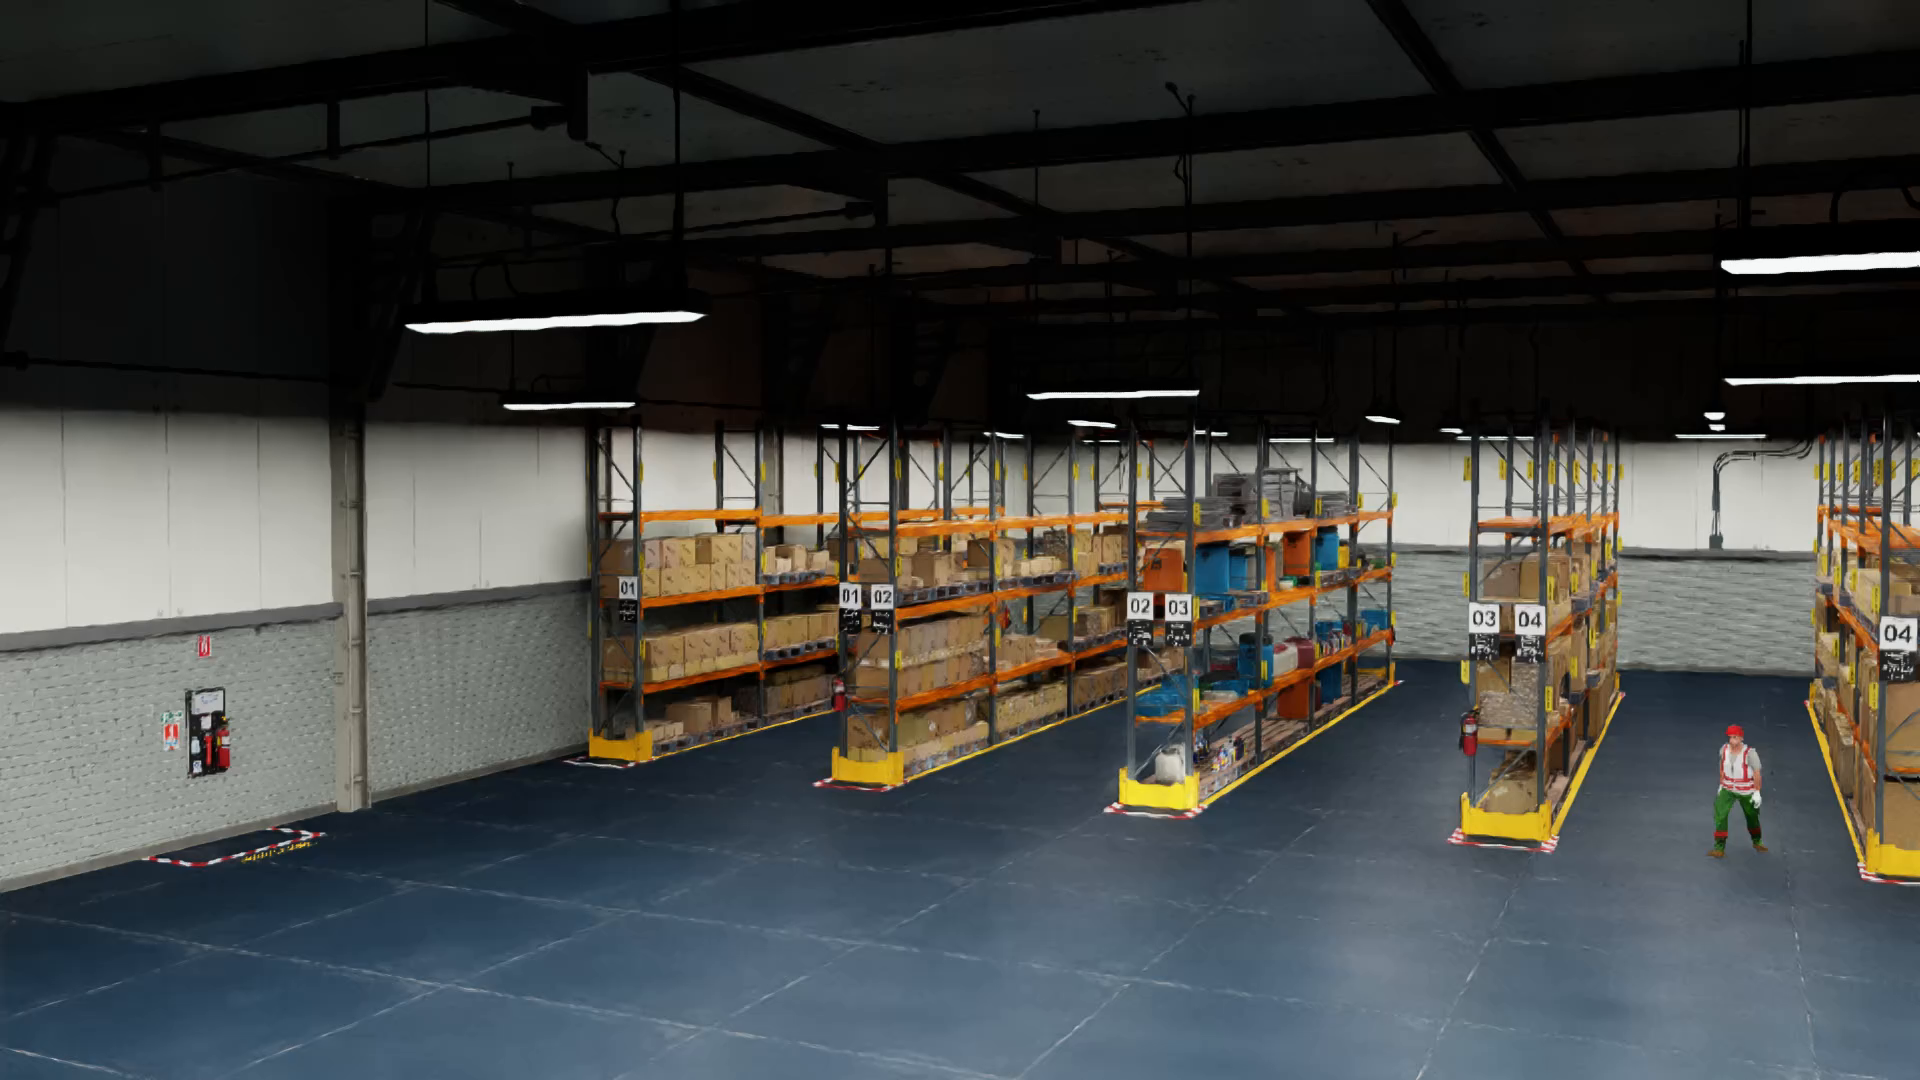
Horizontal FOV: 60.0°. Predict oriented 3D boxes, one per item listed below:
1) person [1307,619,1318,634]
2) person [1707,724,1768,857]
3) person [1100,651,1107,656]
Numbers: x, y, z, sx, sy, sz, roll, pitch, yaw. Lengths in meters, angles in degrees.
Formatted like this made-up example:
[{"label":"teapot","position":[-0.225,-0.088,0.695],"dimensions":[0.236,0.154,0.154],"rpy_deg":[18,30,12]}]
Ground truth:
[{"label":"person","position":[8.212,2.609,38.507],"dimensions":[0.443,1.585,1.002],"rpy_deg":[2,3,34]},{"label":"person","position":[10.136,3.251,21.643],"dimensions":[0.987,1.735,0.596],"rpy_deg":[-2,3,-45]},{"label":"person","position":[3.542,2.454,42.786],"dimensions":[0.625,1.596,0.517],"rpy_deg":[1,3,23]}]
